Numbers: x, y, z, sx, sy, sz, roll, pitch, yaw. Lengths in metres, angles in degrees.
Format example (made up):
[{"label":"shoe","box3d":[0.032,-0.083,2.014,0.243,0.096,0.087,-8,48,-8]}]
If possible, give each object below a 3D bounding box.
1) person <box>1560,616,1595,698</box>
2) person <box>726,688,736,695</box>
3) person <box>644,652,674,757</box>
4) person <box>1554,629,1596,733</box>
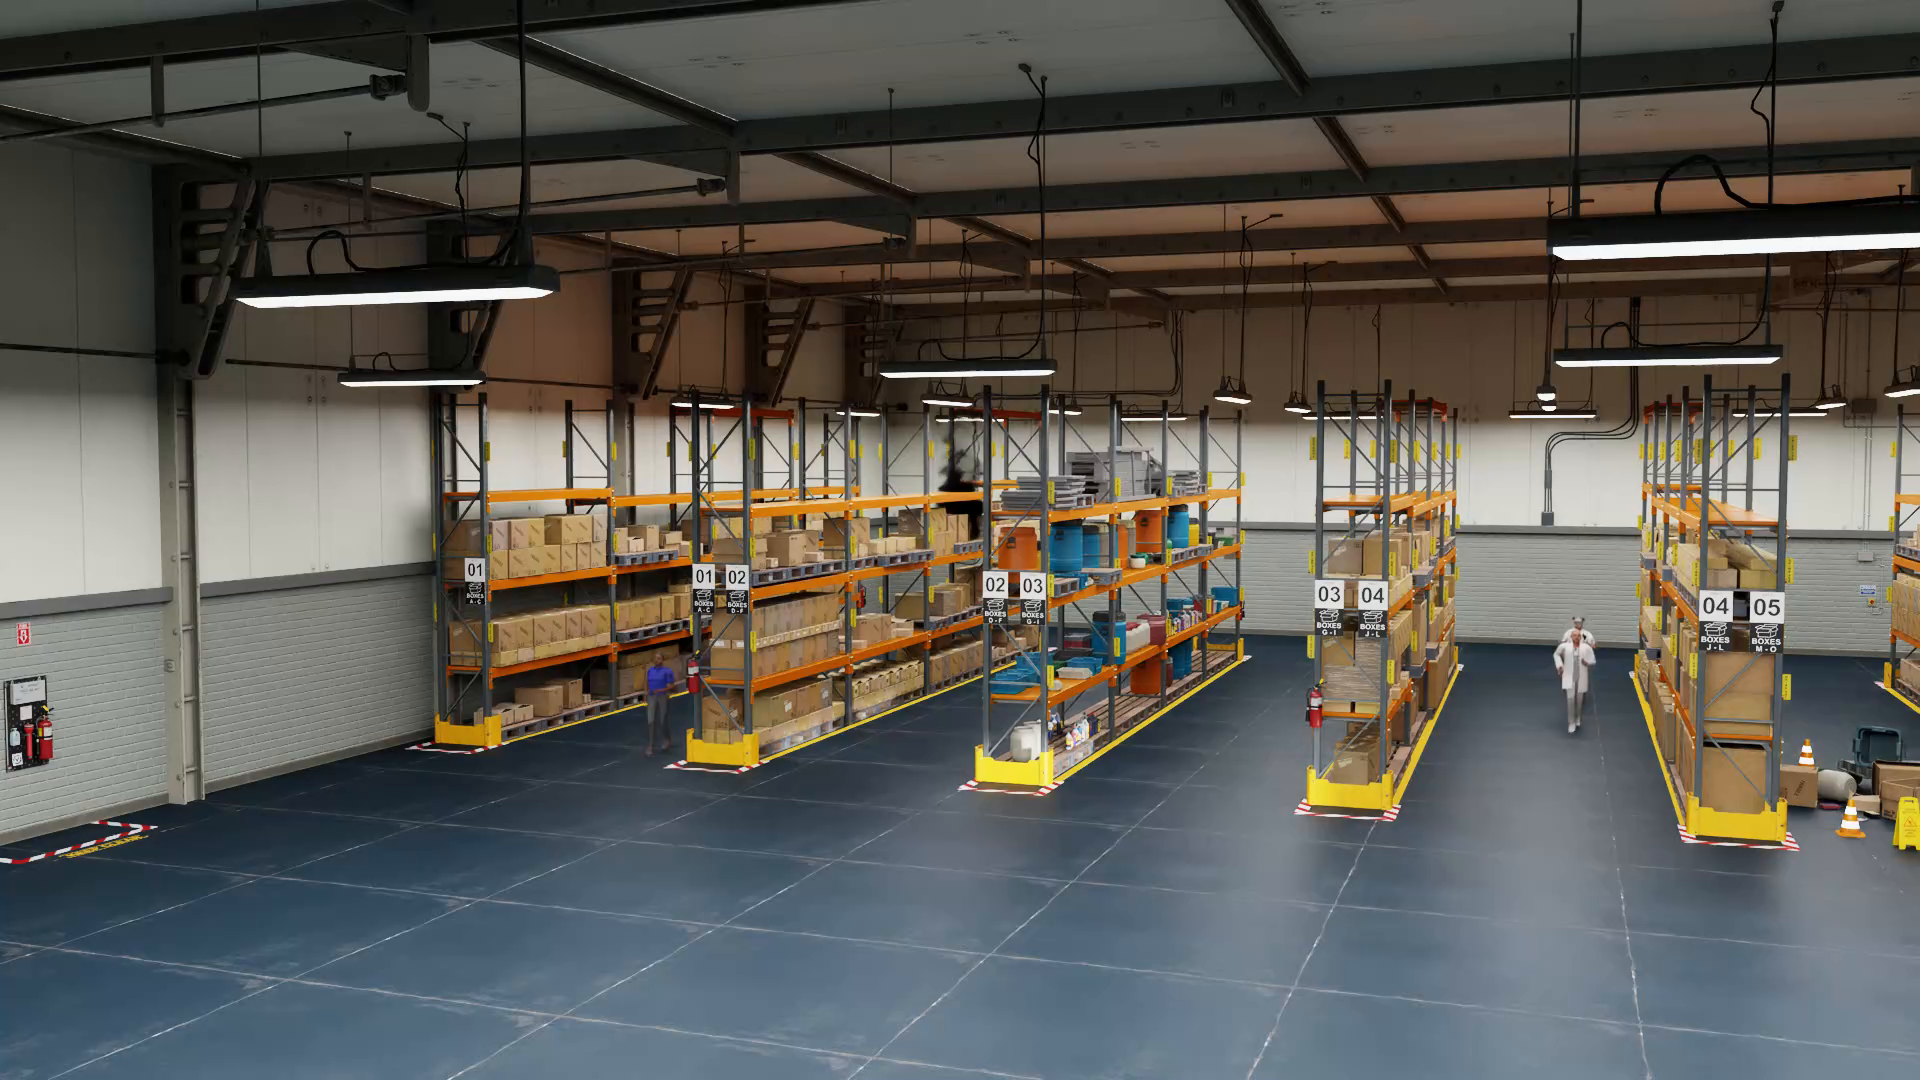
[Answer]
[{"label":"person","box3d":[12.277,2.368,33.094,0.669,1.737,0.695,1,3,26]},{"label":"person","box3d":[-4.207,2.530,31.228,0.610,1.630,0.569,1,3,17]},{"label":"person","box3d":[-5.012,2.755,27.646,0.564,1.596,0.780,0,3,9]},{"label":"person","box3d":[11.066,2.514,29.918,0.694,1.824,0.875,1,3,14]}]
